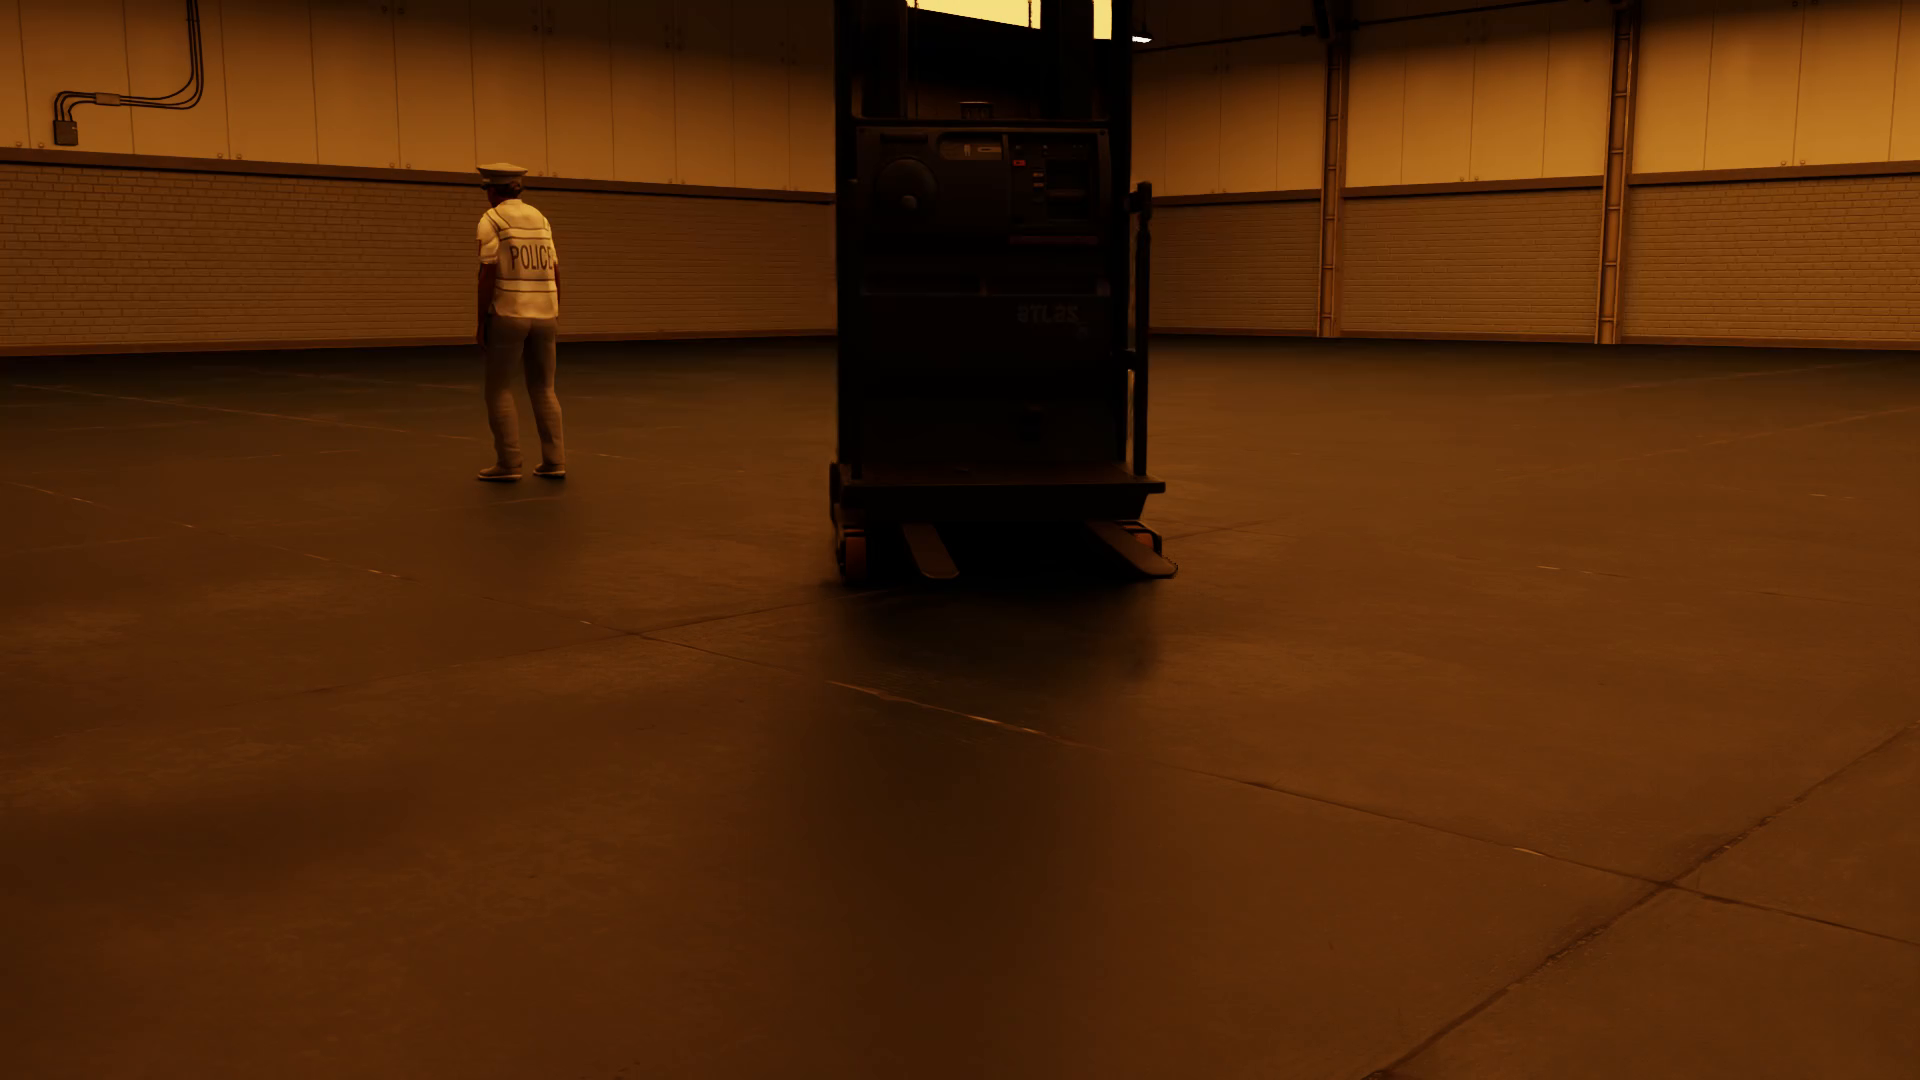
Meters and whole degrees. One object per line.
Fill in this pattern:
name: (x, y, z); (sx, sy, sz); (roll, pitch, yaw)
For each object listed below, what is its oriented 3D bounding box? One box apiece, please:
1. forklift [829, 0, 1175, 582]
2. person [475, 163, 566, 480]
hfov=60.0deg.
forklift: (0.109, -1.353, 5.859); (1.130, 2.935, 3.031); (-1, 9, -5)
person: (-2.330, -1.145, 8.773); (0.393, 1.658, 0.502); (8, 12, 43)
